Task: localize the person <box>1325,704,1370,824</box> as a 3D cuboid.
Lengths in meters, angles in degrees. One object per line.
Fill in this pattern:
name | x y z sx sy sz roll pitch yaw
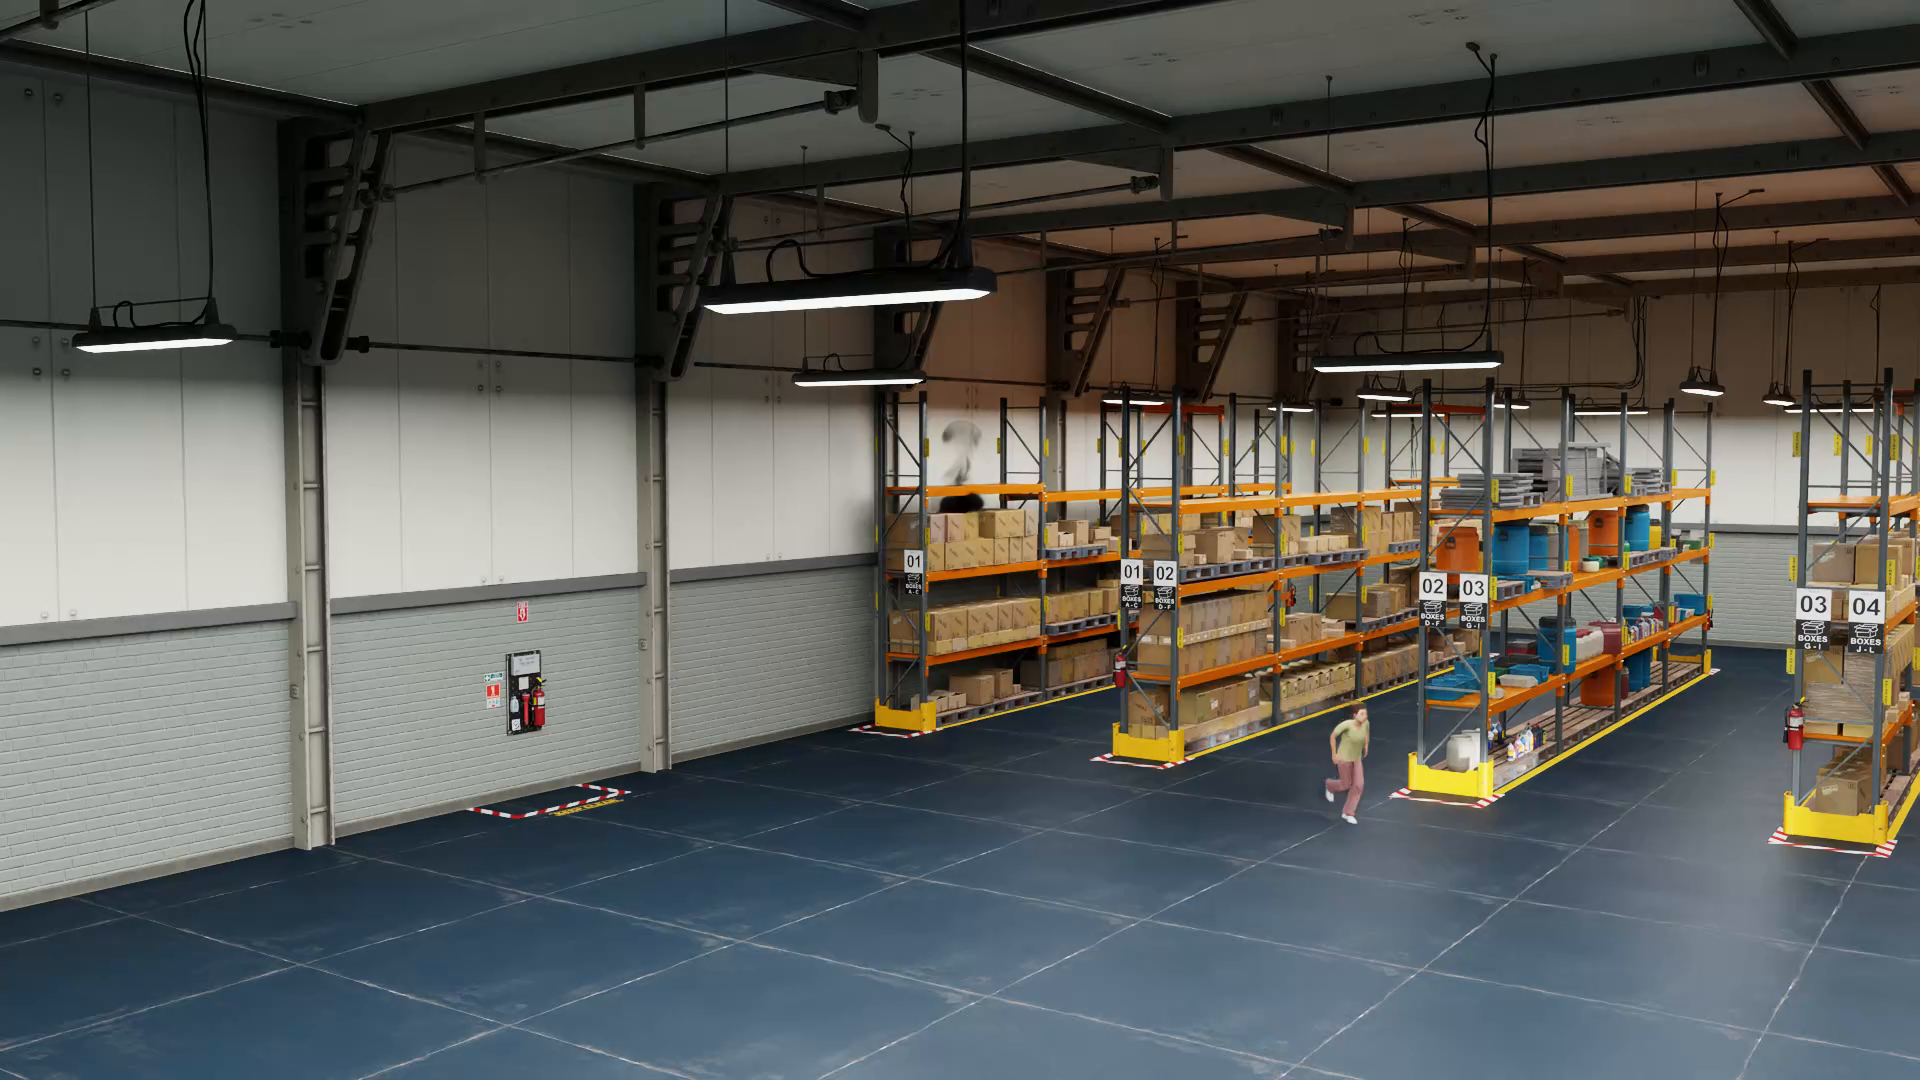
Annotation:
person | 5.224 2.978 22.478 0.578 1.613 0.811 -2 4 -27
